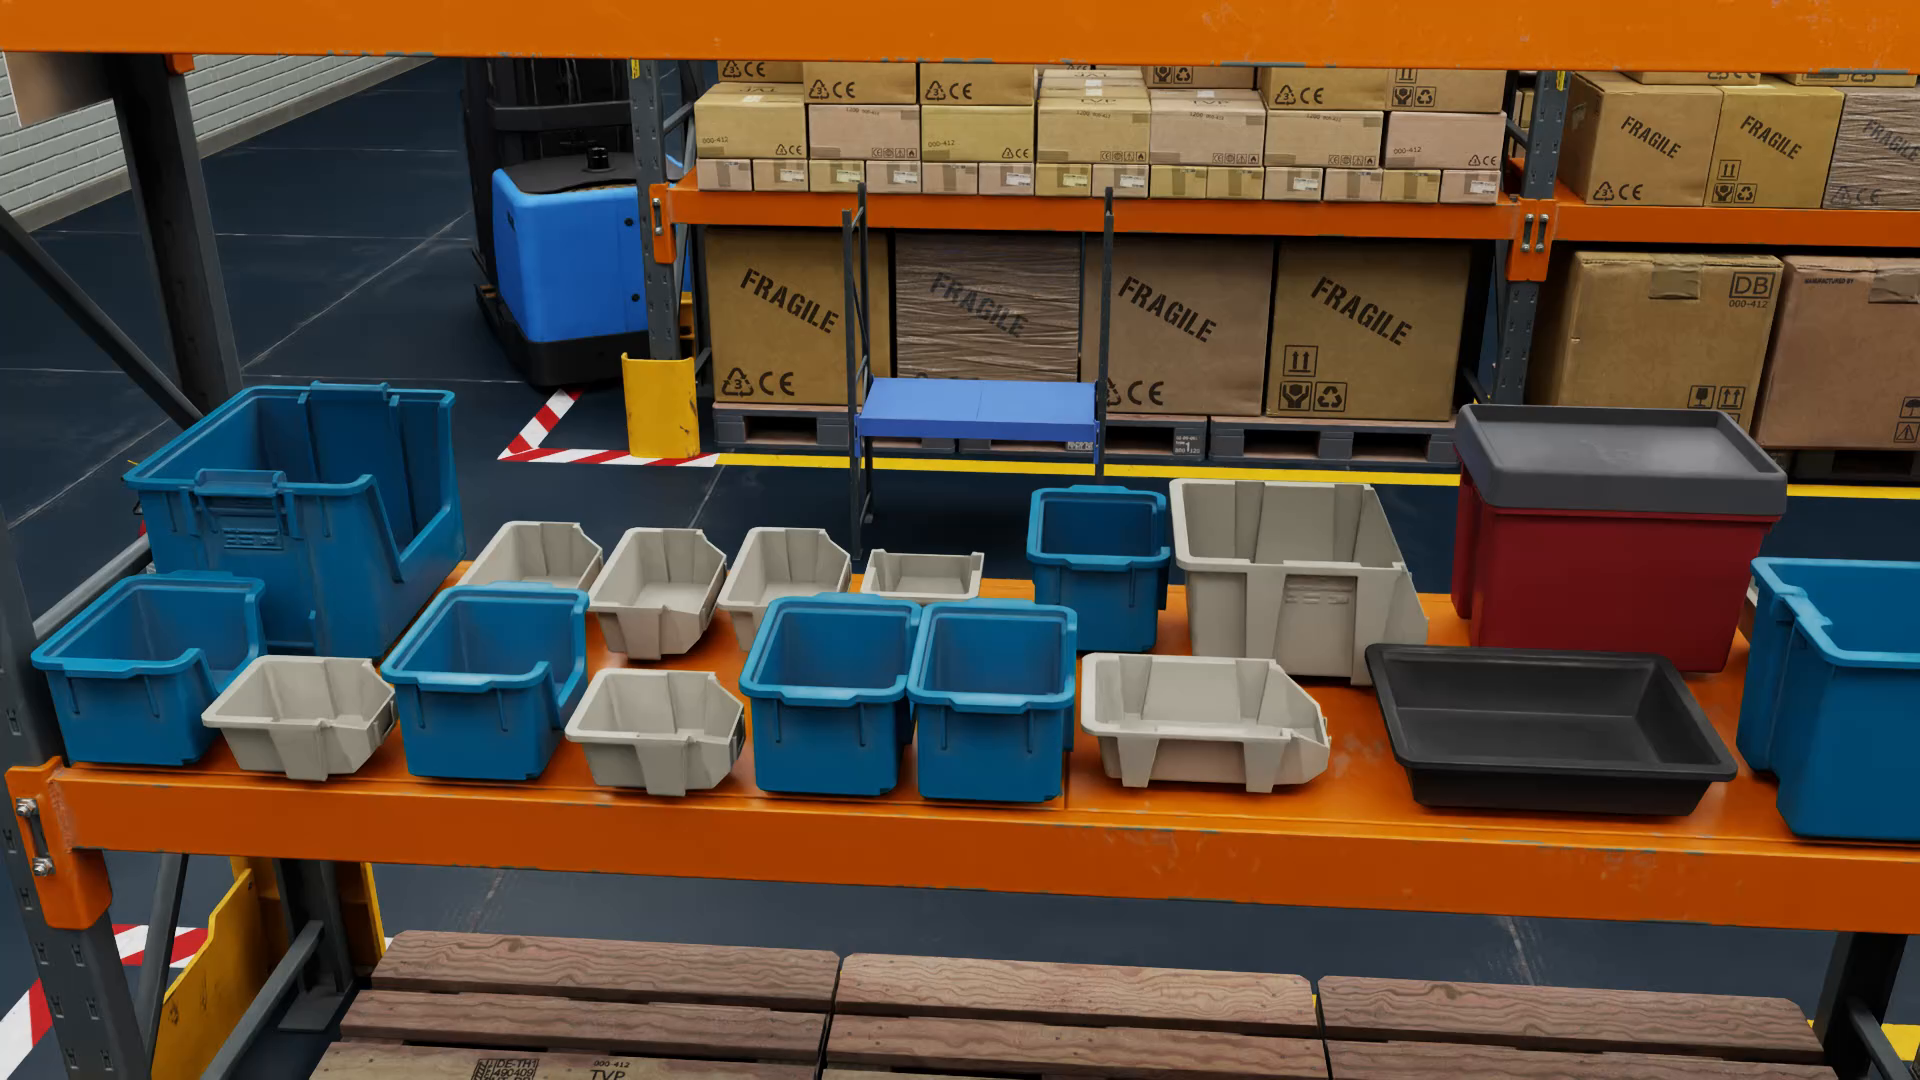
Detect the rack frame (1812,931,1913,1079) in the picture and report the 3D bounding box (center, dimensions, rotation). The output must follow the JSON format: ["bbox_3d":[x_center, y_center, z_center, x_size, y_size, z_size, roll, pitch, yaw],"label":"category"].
[{"bbox_3d":[2.220,0.188,3.252,0.127,3.000,1.000,2,25,4],"label":"rack frame"}]

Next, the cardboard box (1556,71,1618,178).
[{"bbox_3d":[3.087,-2.020,7.932,0.500,0.500,0.500,2,25,4],"label":"cardboard box"}]

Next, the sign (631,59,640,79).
[{"bbox_3d":[-1.437,-2.202,7.317,0.005,0.325,0.100,2,25,4],"label":"sign"}]

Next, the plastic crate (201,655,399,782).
[{"bbox_3d":[-1.233,0.343,3.160,0.298,0.136,0.250,2,25,4],"label":"plastic crate"}]

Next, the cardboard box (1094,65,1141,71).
[{"bbox_3d":[1.848,-5.126,17.365,0.875,0.438,0.875,1,25,2],"label":"cardboard box"}]

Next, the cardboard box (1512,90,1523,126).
[{"bbox_3d":[3.796,-3.202,12.211,0.500,0.250,0.500,1,25,2],"label":"cardboard box"}]

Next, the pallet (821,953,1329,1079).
[{"bbox_3d":[0.264,1.410,3.933,1.213,0.211,1.003,2,25,4],"label":"pallet"}]

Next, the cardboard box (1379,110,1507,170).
[{"bbox_3d":[2.139,-1.848,7.501,0.500,0.250,0.500,1,25,3],"label":"cardboard box"}]

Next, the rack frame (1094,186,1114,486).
[{"bbox_3d":[0.592,-0.662,6.895,0.032,1.500,0.500,2,25,4],"label":"rack frame"}]

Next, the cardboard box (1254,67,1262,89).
[{"bbox_3d":[1.651,-2.424,7.857,0.500,0.500,0.500,2,25,4],"label":"cardboard box"}]

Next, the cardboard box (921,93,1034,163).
[{"bbox_3d":[0.089,-1.912,7.639,0.500,0.250,0.500,1,25,2],"label":"cardboard box"}]

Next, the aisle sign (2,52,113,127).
[{"bbox_3d":[-1.817,-1.245,3.257,0.004,0.787,0.394,2,25,4],"label":"aisle sign"}]

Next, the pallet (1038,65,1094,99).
[{"bbox_3d":[1.386,-4.834,17.504,1.213,0.211,1.003,2,25,4],"label":"pallet"}]

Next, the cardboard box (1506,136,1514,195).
[{"bbox_3d":[3.796,-2.861,12.367,0.500,0.500,0.500,3,25,6],"label":"cardboard box"}]

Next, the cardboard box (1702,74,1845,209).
[{"bbox_3d":[3.540,-1.787,7.425,0.500,0.500,0.500,2,25,4],"label":"cardboard box"}]

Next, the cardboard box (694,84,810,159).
[{"bbox_3d":[-0.931,-1.943,7.708,0.500,0.250,0.500,1,25,3],"label":"cardboard box"}]

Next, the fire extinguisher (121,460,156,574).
[{"bbox_3d":[-1.884,0.071,4.046,0.183,0.674,0.296,2,25,4],"label":"fire extinguisher"}]

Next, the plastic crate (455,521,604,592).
[{"bbox_3d":[-0.941,0.104,3.680,0.243,0.136,0.396,2,25,4],"label":"plastic crate"}]

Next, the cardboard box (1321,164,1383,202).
[{"bbox_3d":[1.758,-1.651,7.551,0.250,0.149,0.380,1,25,3],"label":"cardboard box"}]

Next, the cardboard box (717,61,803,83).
[{"bbox_3d":[-0.883,-2.505,8.033,0.500,0.500,0.500,2,25,5],"label":"cardboard box"}]

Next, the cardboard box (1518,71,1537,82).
[{"bbox_3d":[4.353,-3.395,12.631,0.500,0.250,0.500,3,25,6],"label":"cardboard box"}]

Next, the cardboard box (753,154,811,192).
[{"bbox_3d":[-0.804,-1.733,7.729,0.250,0.149,0.380,1,25,3],"label":"cardboard box"}]

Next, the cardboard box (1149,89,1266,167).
[{"bbox_3d":[1.114,-1.879,7.570,0.500,0.250,0.500,2,25,5],"label":"cardboard box"}]

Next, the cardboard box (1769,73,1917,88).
[{"bbox_3d":[3.920,-2.333,7.413,0.637,0.503,0.797,2,25,5],"label":"cardboard box"}]

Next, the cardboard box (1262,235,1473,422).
[{"bbox_3d":[1.948,-1.156,8.213,0.875,0.875,0.875,2,25,4],"label":"cardboard box"}]

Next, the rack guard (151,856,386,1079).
[{"bbox_3d":[-1.793,1.201,4.043,0.348,0.500,1.175,2,25,4],"label":"rack guard"}]

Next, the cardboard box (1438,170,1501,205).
[{"bbox_3d":[2.270,-1.635,7.515,0.250,0.149,0.380,2,25,4],"label":"cardboard box"}]

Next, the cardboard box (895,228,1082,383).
[{"bbox_3d":[0.163,-1.213,8.338,0.875,0.875,0.875,2,25,4],"label":"cardboard box"}]

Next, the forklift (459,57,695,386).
[{"bbox_3d":[-2.368,-2.742,9.702,1.130,2.935,3.031,-10,27,-21],"label":"forklift"}]

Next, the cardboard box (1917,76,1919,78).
[{"bbox_3d":[4.600,-1.970,7.822,0.500,0.500,0.500,2,25,4],"label":"cardboard box"}]

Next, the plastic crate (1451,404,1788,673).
[{"bbox_3d":[1.349,-0.001,3.515,0.583,0.464,0.402,2,25,4],"label":"plastic crate"}]

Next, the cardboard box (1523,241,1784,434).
[{"bbox_3d":[3.239,-1.089,8.068,0.875,0.875,1.225,2,25,4],"label":"cardboard box"}]

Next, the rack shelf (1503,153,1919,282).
[{"bbox_3d":[4.594,-1.485,7.750,4.000,0.370,1.077,2,25,4],"label":"rack shelf"}]

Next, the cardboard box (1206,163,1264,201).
[{"bbox_3d":[1.244,-1.668,7.587,0.250,0.149,0.380,2,25,5],"label":"cardboard box"}]

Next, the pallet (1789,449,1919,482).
[{"bbox_3d":[4.594,-0.578,8.253,1.213,0.211,1.003,2,25,4],"label":"pallet"}]

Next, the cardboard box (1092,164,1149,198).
[{"bbox_3d":[0.735,-1.685,7.623,0.250,0.149,0.380,2,25,5],"label":"cardboard box"}]

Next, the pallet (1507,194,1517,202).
[{"bbox_3d":[3.856,-2.649,12.754,1.213,0.211,1.003,2,25,4],"label":"pallet"}]

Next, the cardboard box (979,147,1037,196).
[{"bbox_3d":[0.222,-1.701,7.658,0.250,0.149,0.380,2,25,3],"label":"cardboard box"}]

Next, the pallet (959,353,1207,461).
[{"bbox_3d":[0.628,-0.704,8.527,1.213,0.211,1.003,2,25,4],"label":"pallet"}]

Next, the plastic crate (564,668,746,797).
[{"bbox_3d":[-0.557,0.365,3.113,0.298,0.136,0.250,2,25,4],"label":"plastic crate"}]

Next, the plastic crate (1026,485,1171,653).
[{"bbox_3d":[0.299,0.068,3.642,0.300,0.233,0.416,2,25,4],"label":"plastic crate"}]

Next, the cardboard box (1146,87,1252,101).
[{"bbox_3d":[1.139,-2.099,8.047,0.500,0.250,0.500,2,25,5],"label":"cardboard box"}]

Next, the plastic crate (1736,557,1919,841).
[{"bbox_3d":[1.729,0.296,2.966,0.575,0.384,0.392,2,25,4],"label":"plastic crate"}]

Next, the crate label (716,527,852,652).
[{"bbox_3d":[-0.374,0.118,3.650,0.243,0.136,0.396,2,25,4],"label":"crate label"}]

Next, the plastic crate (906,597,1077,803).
[{"bbox_3d":[0.065,0.306,3.125,0.300,0.233,0.416,2,25,4],"label":"plastic crate"}]

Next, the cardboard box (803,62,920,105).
[{"bbox_3d":[-0.432,-2.268,7.516,0.500,0.500,0.500,1,25,3],"label":"cardboard box"}]

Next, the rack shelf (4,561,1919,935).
[{"bbox_3d":[0.226,0.451,3.542,4.000,0.370,1.077,2,25,4],"label":"rack shelf"}]

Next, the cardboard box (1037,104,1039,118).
[{"bbox_3d":[0.678,-3.315,13.063,0.250,0.149,0.380,3,25,6],"label":"cardboard box"}]

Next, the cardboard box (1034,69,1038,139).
[{"bbox_3d":[0.128,-2.133,8.121,0.500,0.250,0.500,1,25,2],"label":"cardboard box"}]

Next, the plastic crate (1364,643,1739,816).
[{"bbox_3d":[1.084,0.362,3.132,0.590,0.125,0.437,2,25,4],"label":"plastic crate"}]

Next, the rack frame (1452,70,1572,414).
[{"bbox_3d":[2.599,-1.876,7.738,0.127,3.000,1.000,2,25,4],"label":"rack frame"}]

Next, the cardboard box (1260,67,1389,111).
[{"bbox_3d":[1.621,-2.205,7.379,0.500,0.500,0.500,2,25,5],"label":"cardboard box"}]

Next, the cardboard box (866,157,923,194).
[{"bbox_3d":[-0.289,-1.717,7.694,0.250,0.149,0.380,1,25,3],"label":"cardboard box"}]

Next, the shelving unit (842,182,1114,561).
[{"bbox_3d":[0.085,-0.679,6.931,1.048,1.500,0.538,2,25,4],"label":"shelving unit"}]
